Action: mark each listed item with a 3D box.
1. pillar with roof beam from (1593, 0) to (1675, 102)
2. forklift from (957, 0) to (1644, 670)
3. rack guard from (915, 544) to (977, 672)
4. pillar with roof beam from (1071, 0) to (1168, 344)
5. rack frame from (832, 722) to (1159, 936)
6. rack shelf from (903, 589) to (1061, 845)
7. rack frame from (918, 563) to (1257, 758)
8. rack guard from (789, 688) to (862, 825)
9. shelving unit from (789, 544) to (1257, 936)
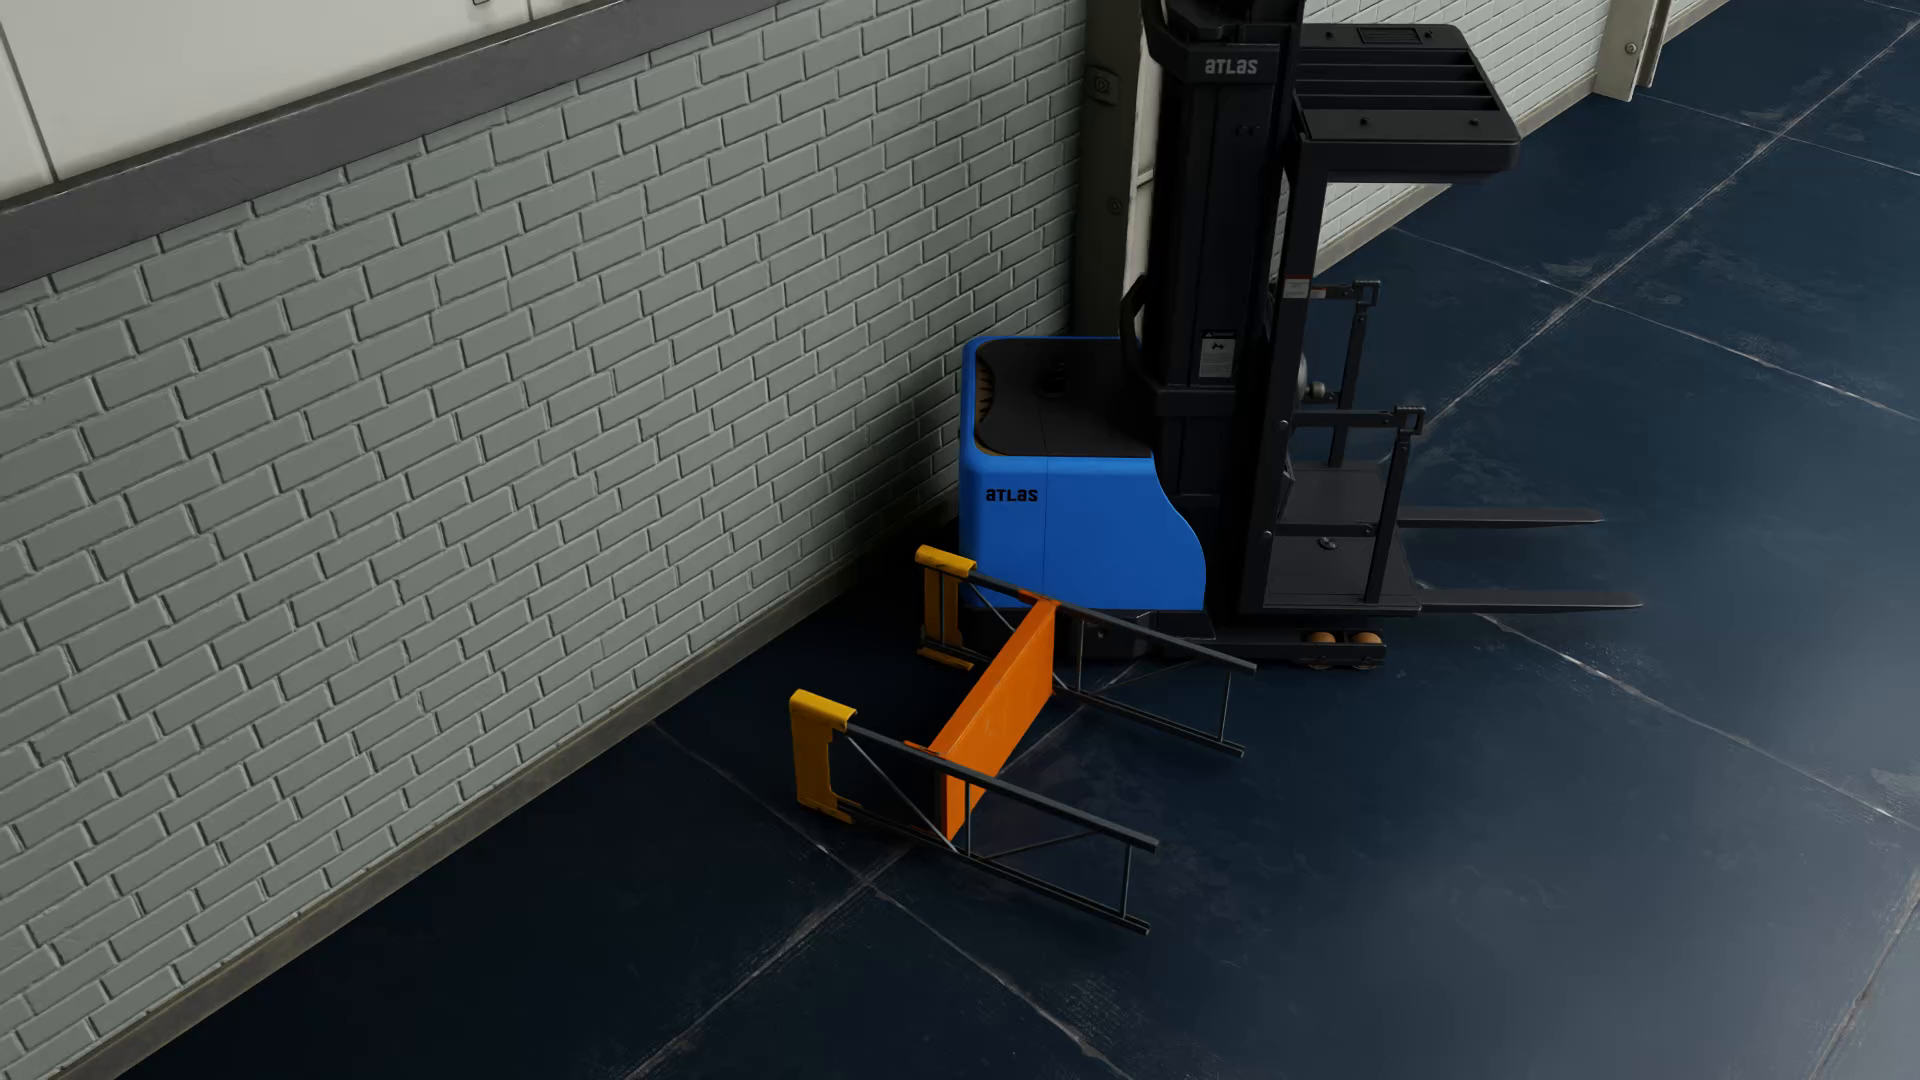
[{"bbox_3d":[8.022,-5.033,7.133,9.100,9.000,0.400,30,47,32],"label":"pillar with roof beam"},{"bbox_3d":[1.506,-0.914,6.827,3.031,2.935,1.130,1,38,1],"label":"forklift"},{"bbox_3d":[-0.061,0.298,7.167,0.250,0.587,0.087,18,42,21],"label":"rack guard"},{"bbox_3d":[3.974,-2.276,3.666,9.100,9.000,0.400,30,47,32],"label":"pillar with roof beam"},{"bbox_3d":[0.025,1.038,6.236,1.500,0.500,0.032,18,42,21],"label":"rack frame"},{"bbox_3d":[0.100,0.706,6.654,0.185,0.538,1.000,18,42,21],"label":"rack shelf"},{"bbox_3d":[0.494,0.477,6.941,1.500,0.500,0.032,18,42,21],"label":"rack frame"},{"bbox_3d":[-0.521,0.848,6.475,0.250,0.587,0.087,18,42,21],"label":"rack guard"},{"bbox_3d":[0.264,0.752,6.595,1.500,0.587,1.083,18,42,21],"label":"shelving unit"}]
